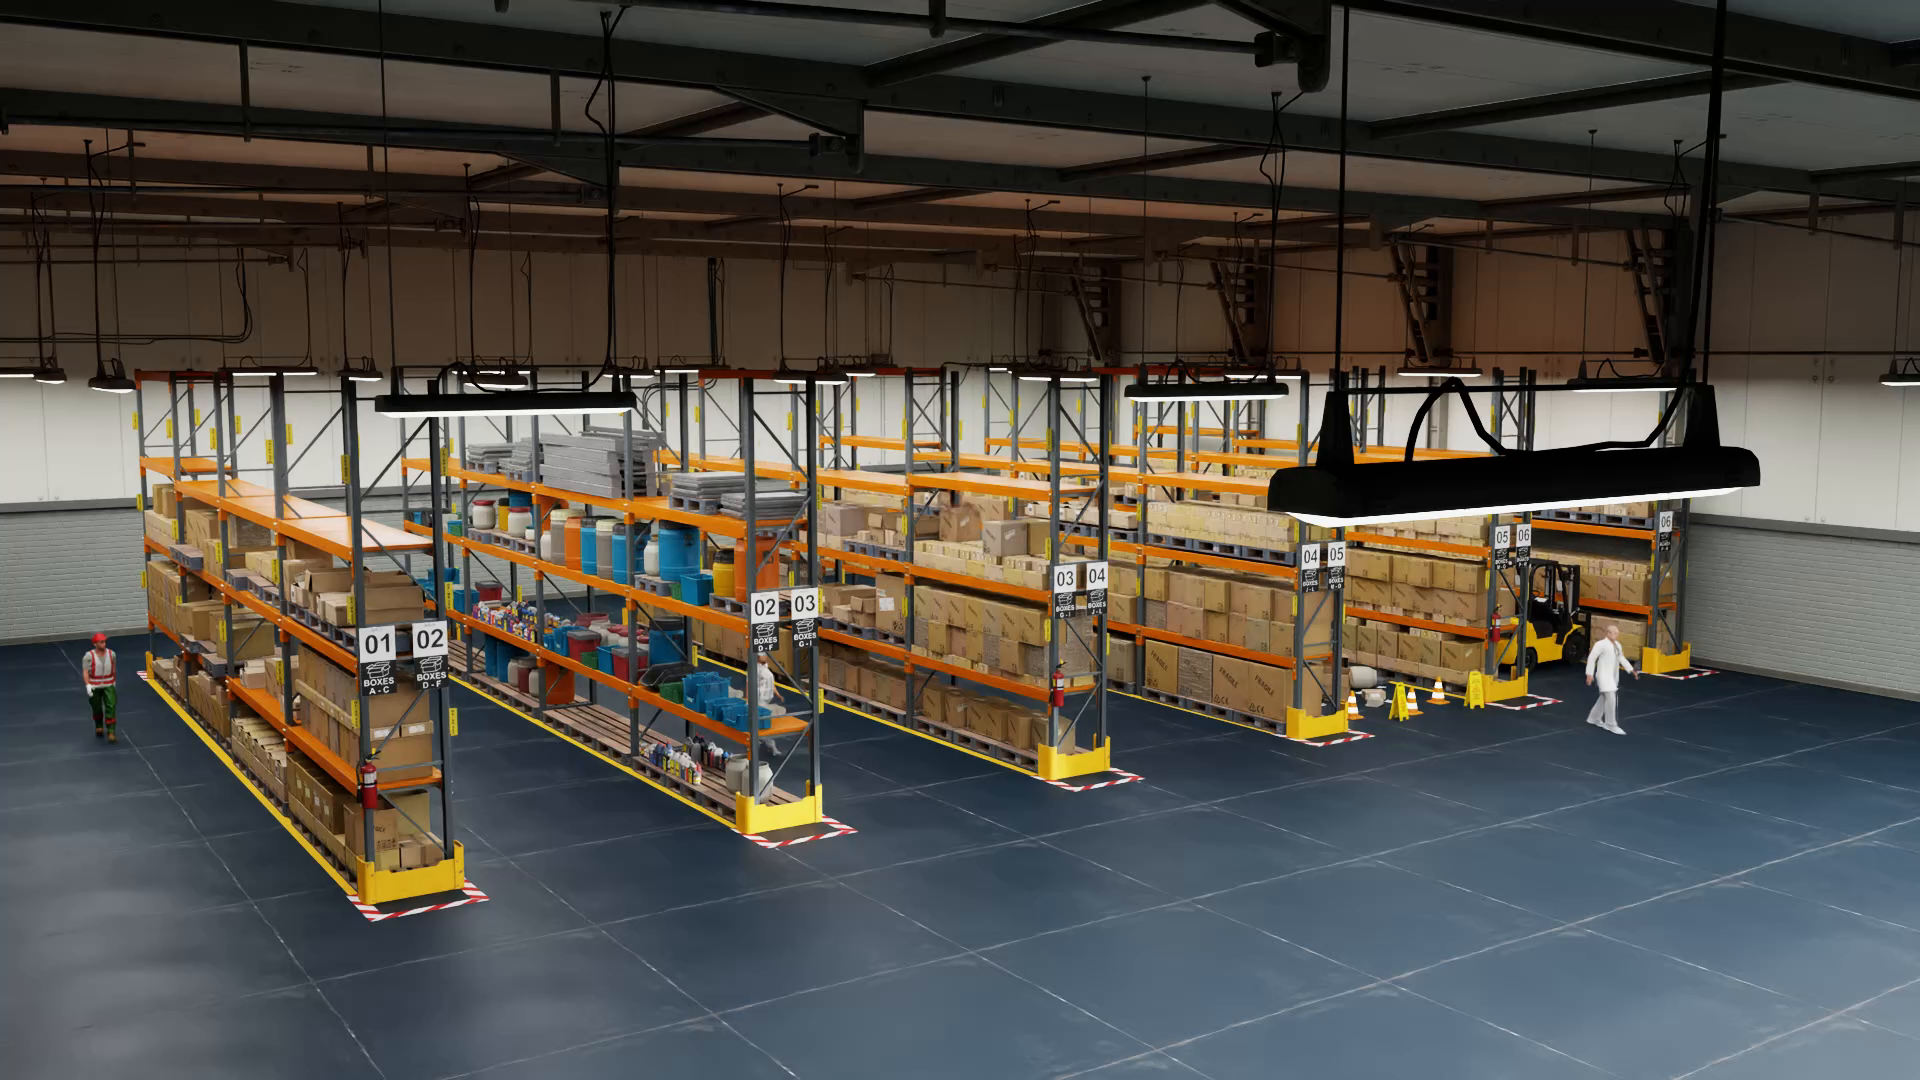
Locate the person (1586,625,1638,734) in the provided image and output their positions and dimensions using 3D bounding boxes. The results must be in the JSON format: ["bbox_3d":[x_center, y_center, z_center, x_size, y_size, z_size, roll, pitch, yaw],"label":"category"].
[{"bbox_3d":[10.880,2.318,27.898,0.722,1.796,0.765,-5,8,-36],"label":"person"}]

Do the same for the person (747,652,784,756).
[{"bbox_3d":[-3.118,2.541,26.453,0.885,1.668,0.566,4,7,30],"label":"person"}]

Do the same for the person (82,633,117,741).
[{"bbox_3d":[-14.048,2.383,27.189,0.512,1.725,1.067,-4,8,-31],"label":"person"}]
